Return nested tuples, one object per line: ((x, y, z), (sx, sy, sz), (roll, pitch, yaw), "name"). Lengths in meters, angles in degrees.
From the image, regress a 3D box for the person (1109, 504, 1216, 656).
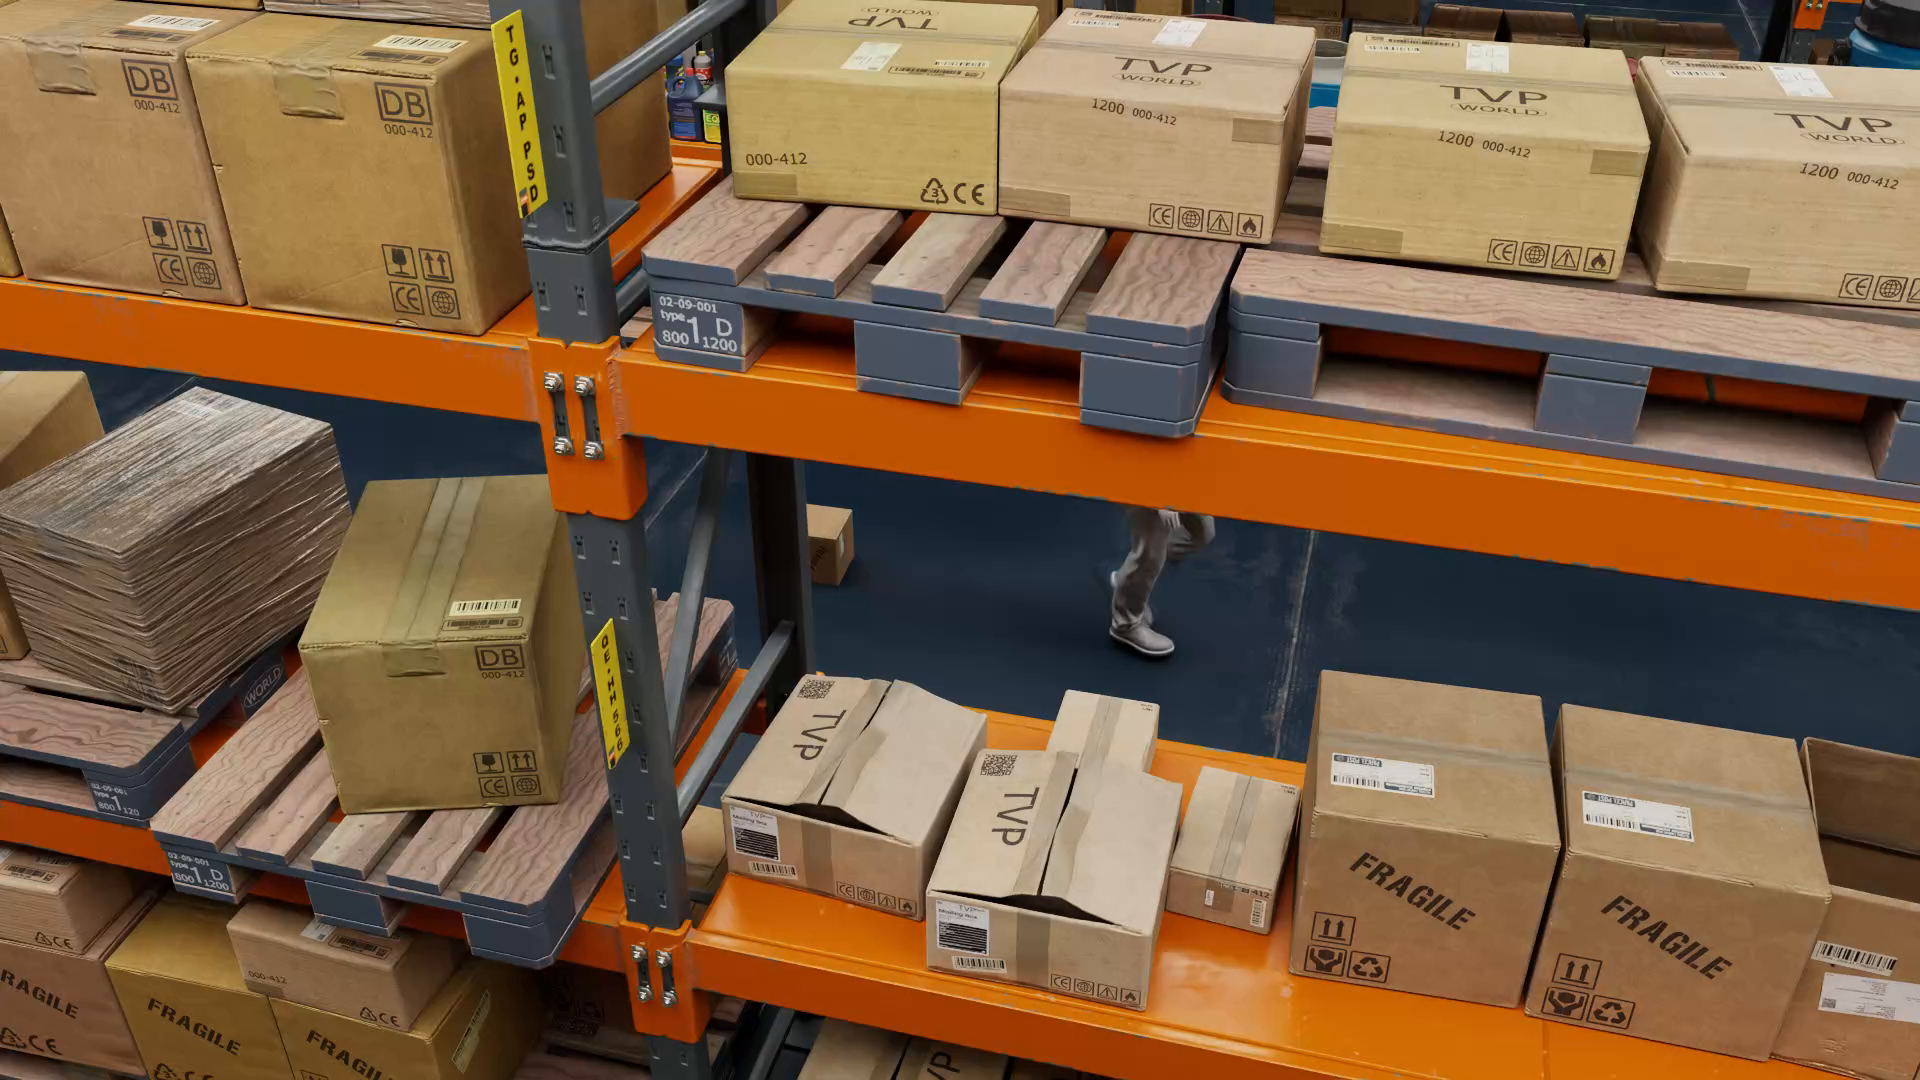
((0.781, -0.281, 6.507), (0.424, 1.687, 0.492), (15, 36, 21), "person")
